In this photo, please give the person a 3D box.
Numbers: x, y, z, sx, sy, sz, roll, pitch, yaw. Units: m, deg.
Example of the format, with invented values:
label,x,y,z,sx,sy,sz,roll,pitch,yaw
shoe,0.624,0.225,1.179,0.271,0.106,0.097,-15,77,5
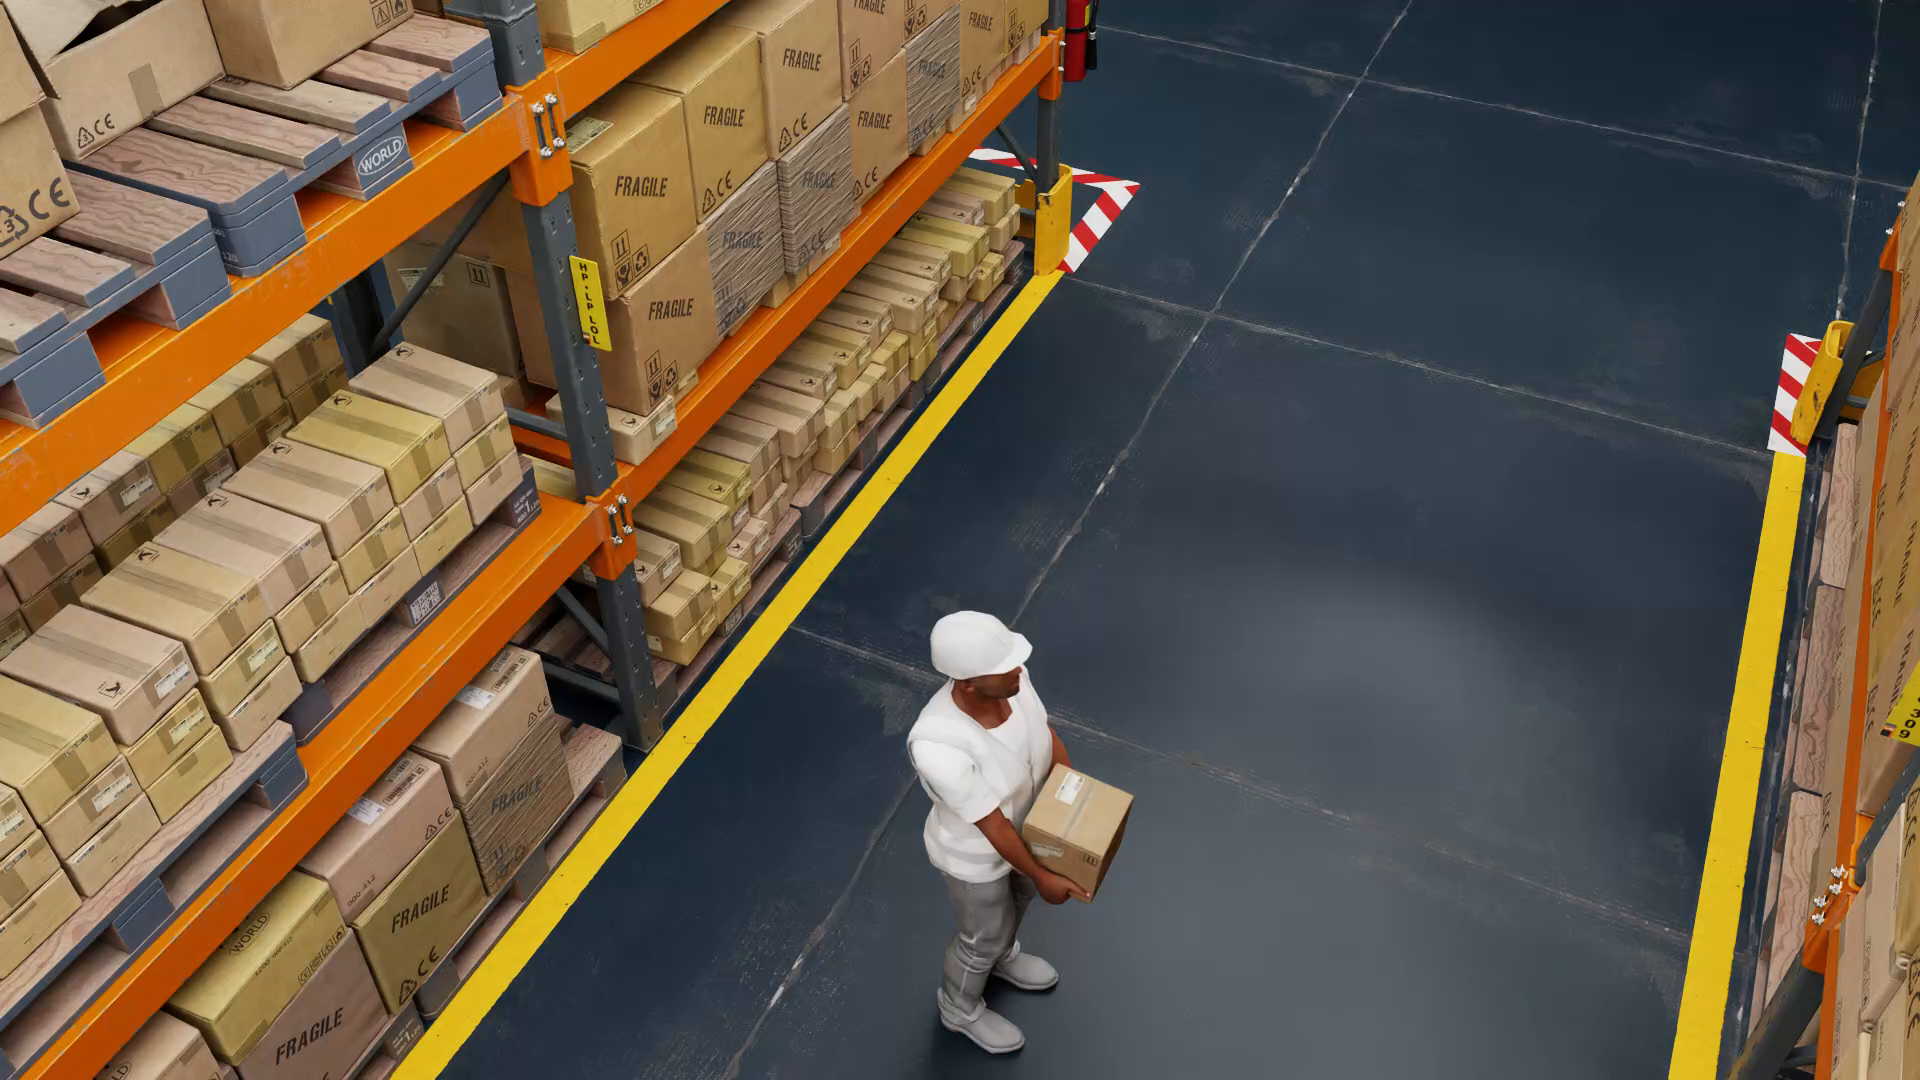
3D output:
label,x,y,z,sx,sy,sz,roll,pitch,yaw
person,0.180,0.927,5.109,0.587,1.758,0.502,18,45,19
